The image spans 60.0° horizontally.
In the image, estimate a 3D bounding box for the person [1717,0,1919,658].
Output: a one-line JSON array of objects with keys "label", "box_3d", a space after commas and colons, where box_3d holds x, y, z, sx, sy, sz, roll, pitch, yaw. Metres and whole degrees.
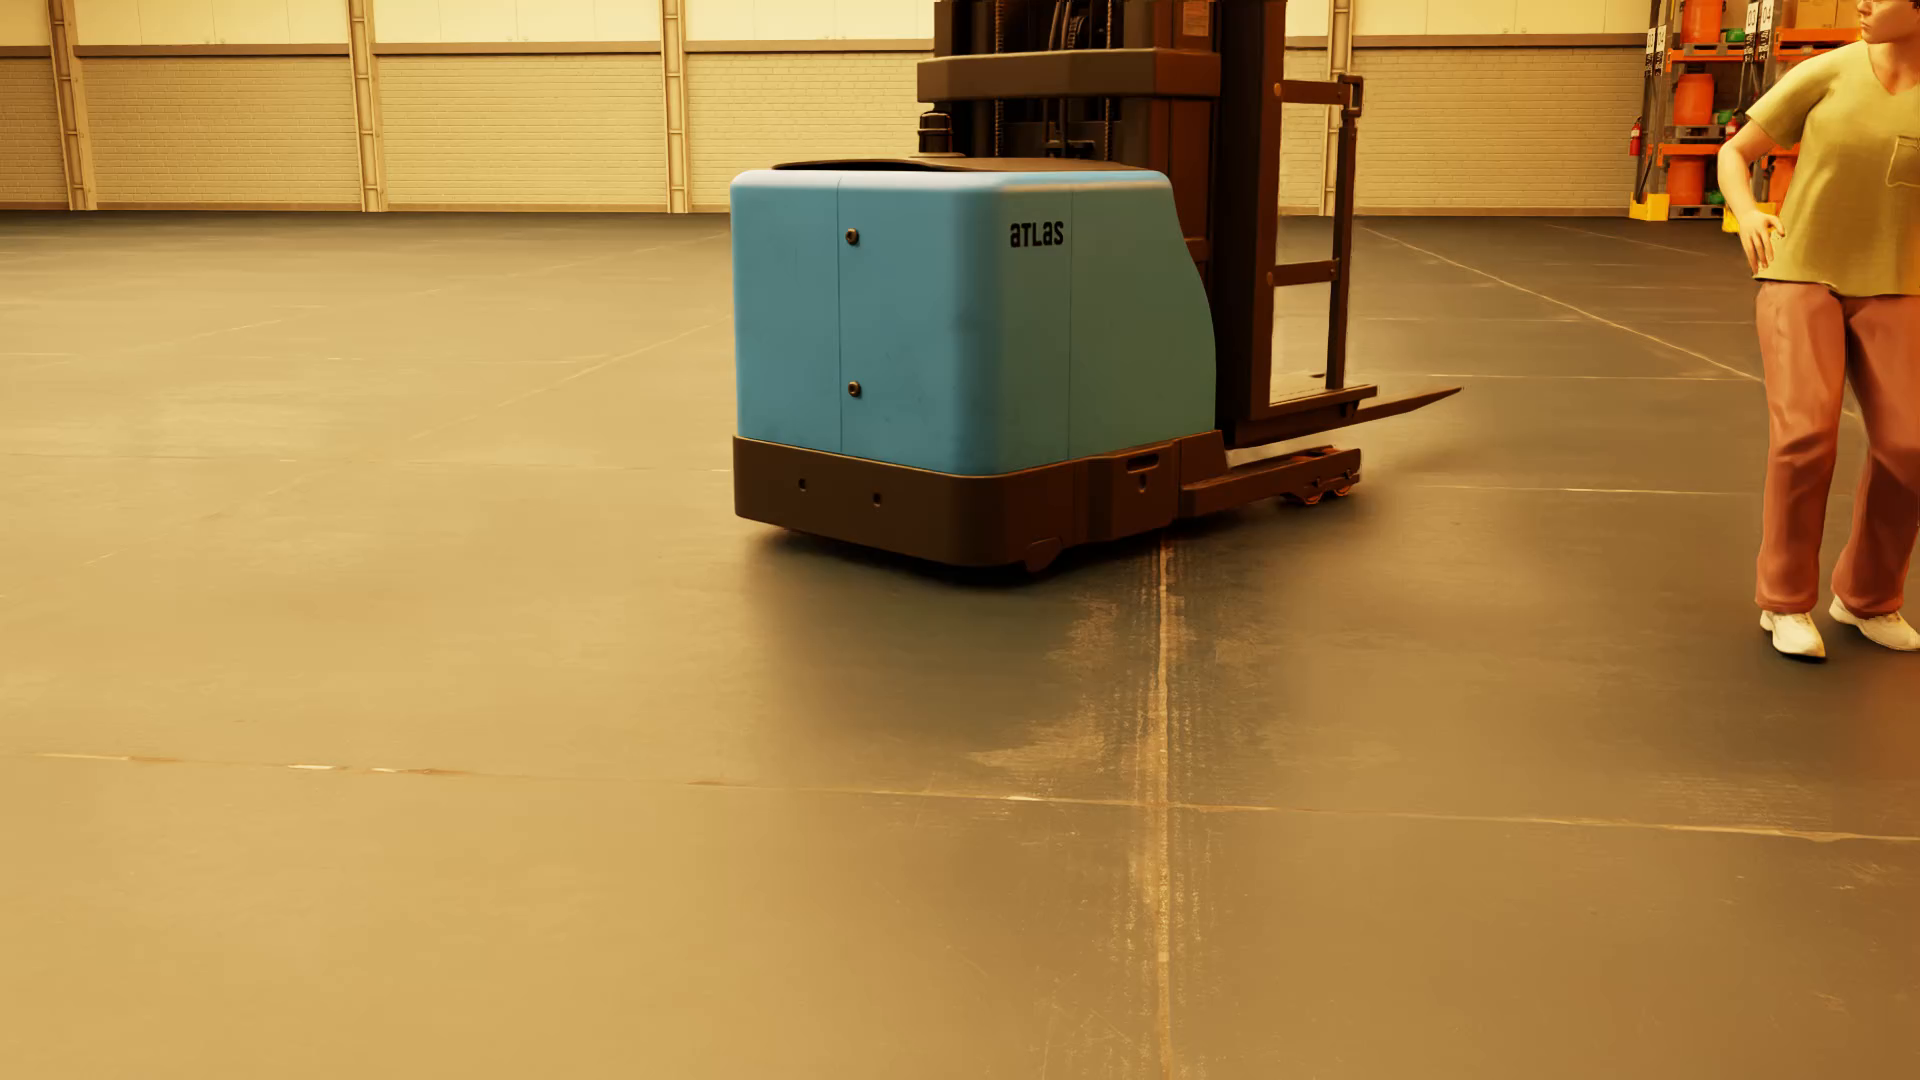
[{"label": "person", "box_3d": [2.068, -0.534, 3.762, 0.692, 1.618, 0.488, 5, 14, 19]}]

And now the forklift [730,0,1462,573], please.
[{"label": "forklift", "box_3d": [0.698, -1.609, 5.389, 1.130, 2.935, 3.031, 12, 18, 42]}]
